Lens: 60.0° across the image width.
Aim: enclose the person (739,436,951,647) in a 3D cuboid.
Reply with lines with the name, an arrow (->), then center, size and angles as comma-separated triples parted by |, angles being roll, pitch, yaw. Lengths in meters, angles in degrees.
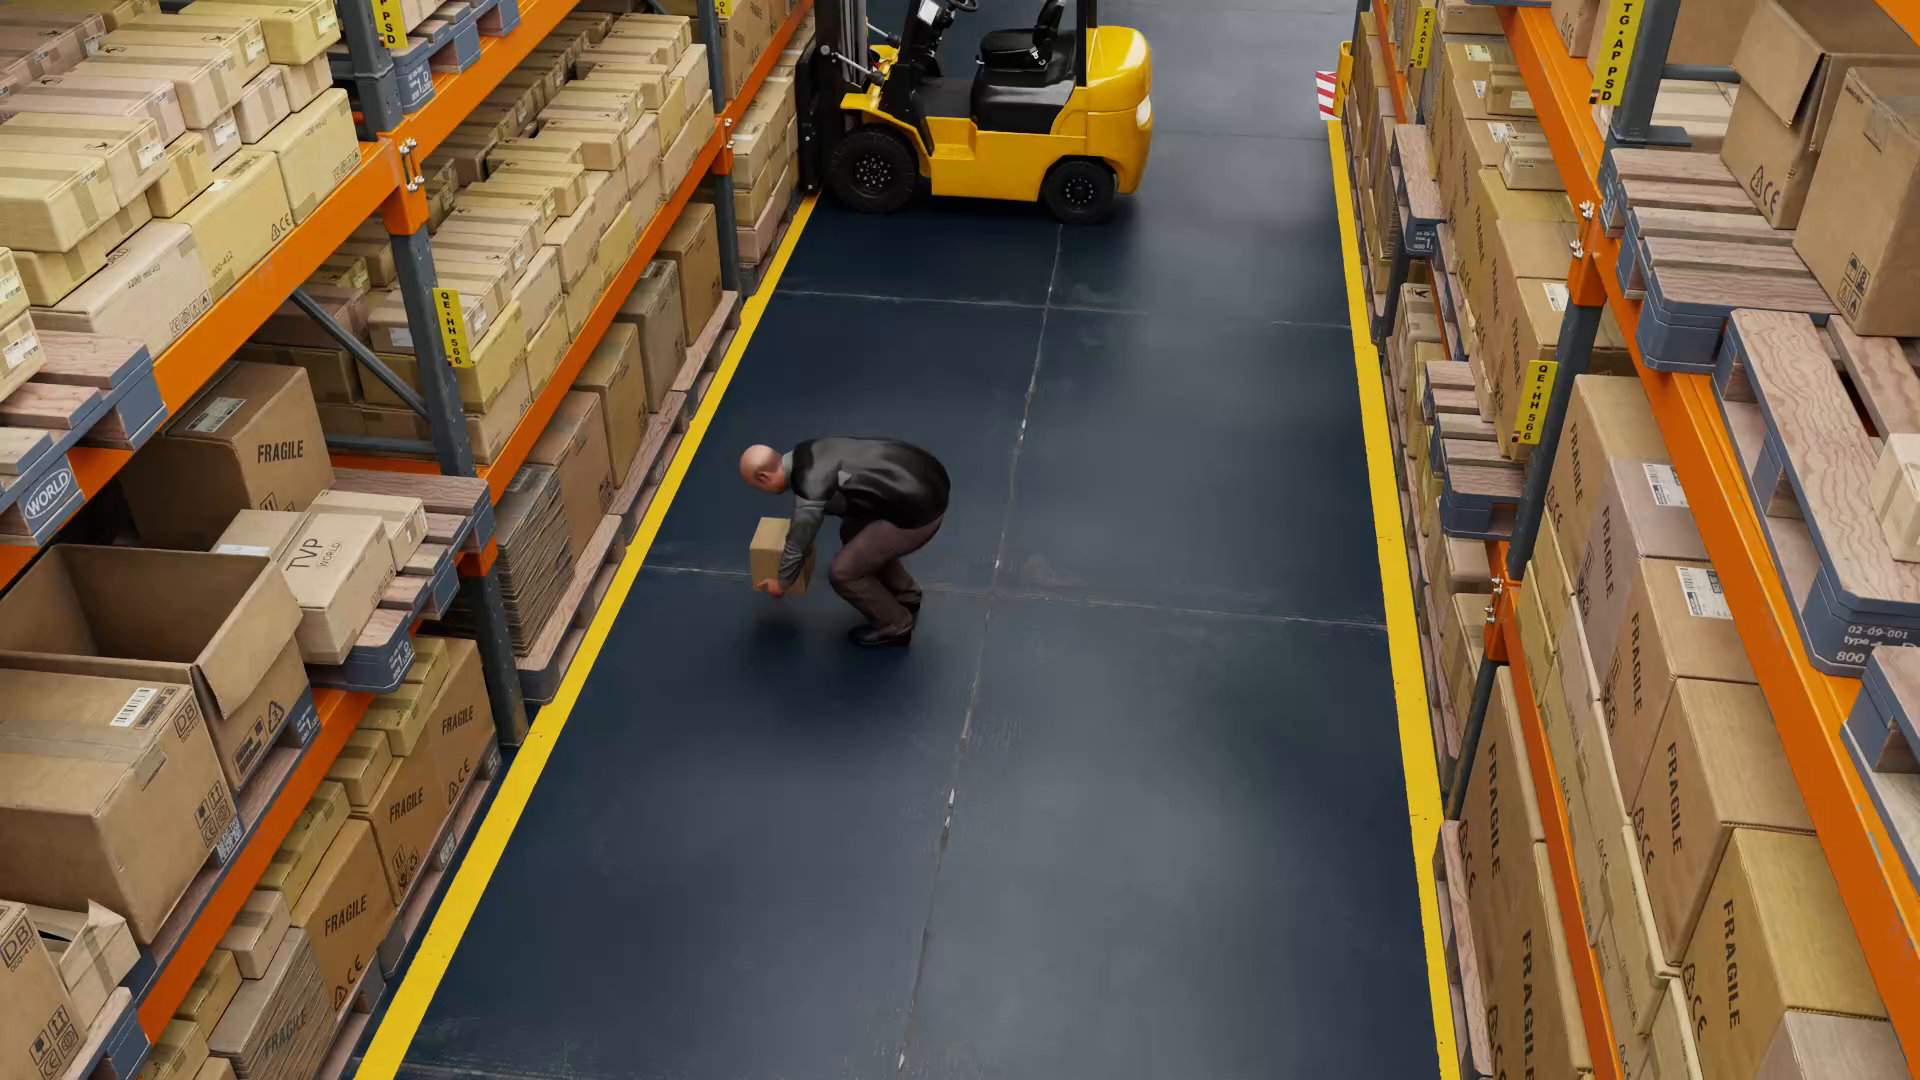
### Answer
person -> -0.522, -0.020, 7.698 | 0.949, 1.008, 0.514 | 3, 36, 4
